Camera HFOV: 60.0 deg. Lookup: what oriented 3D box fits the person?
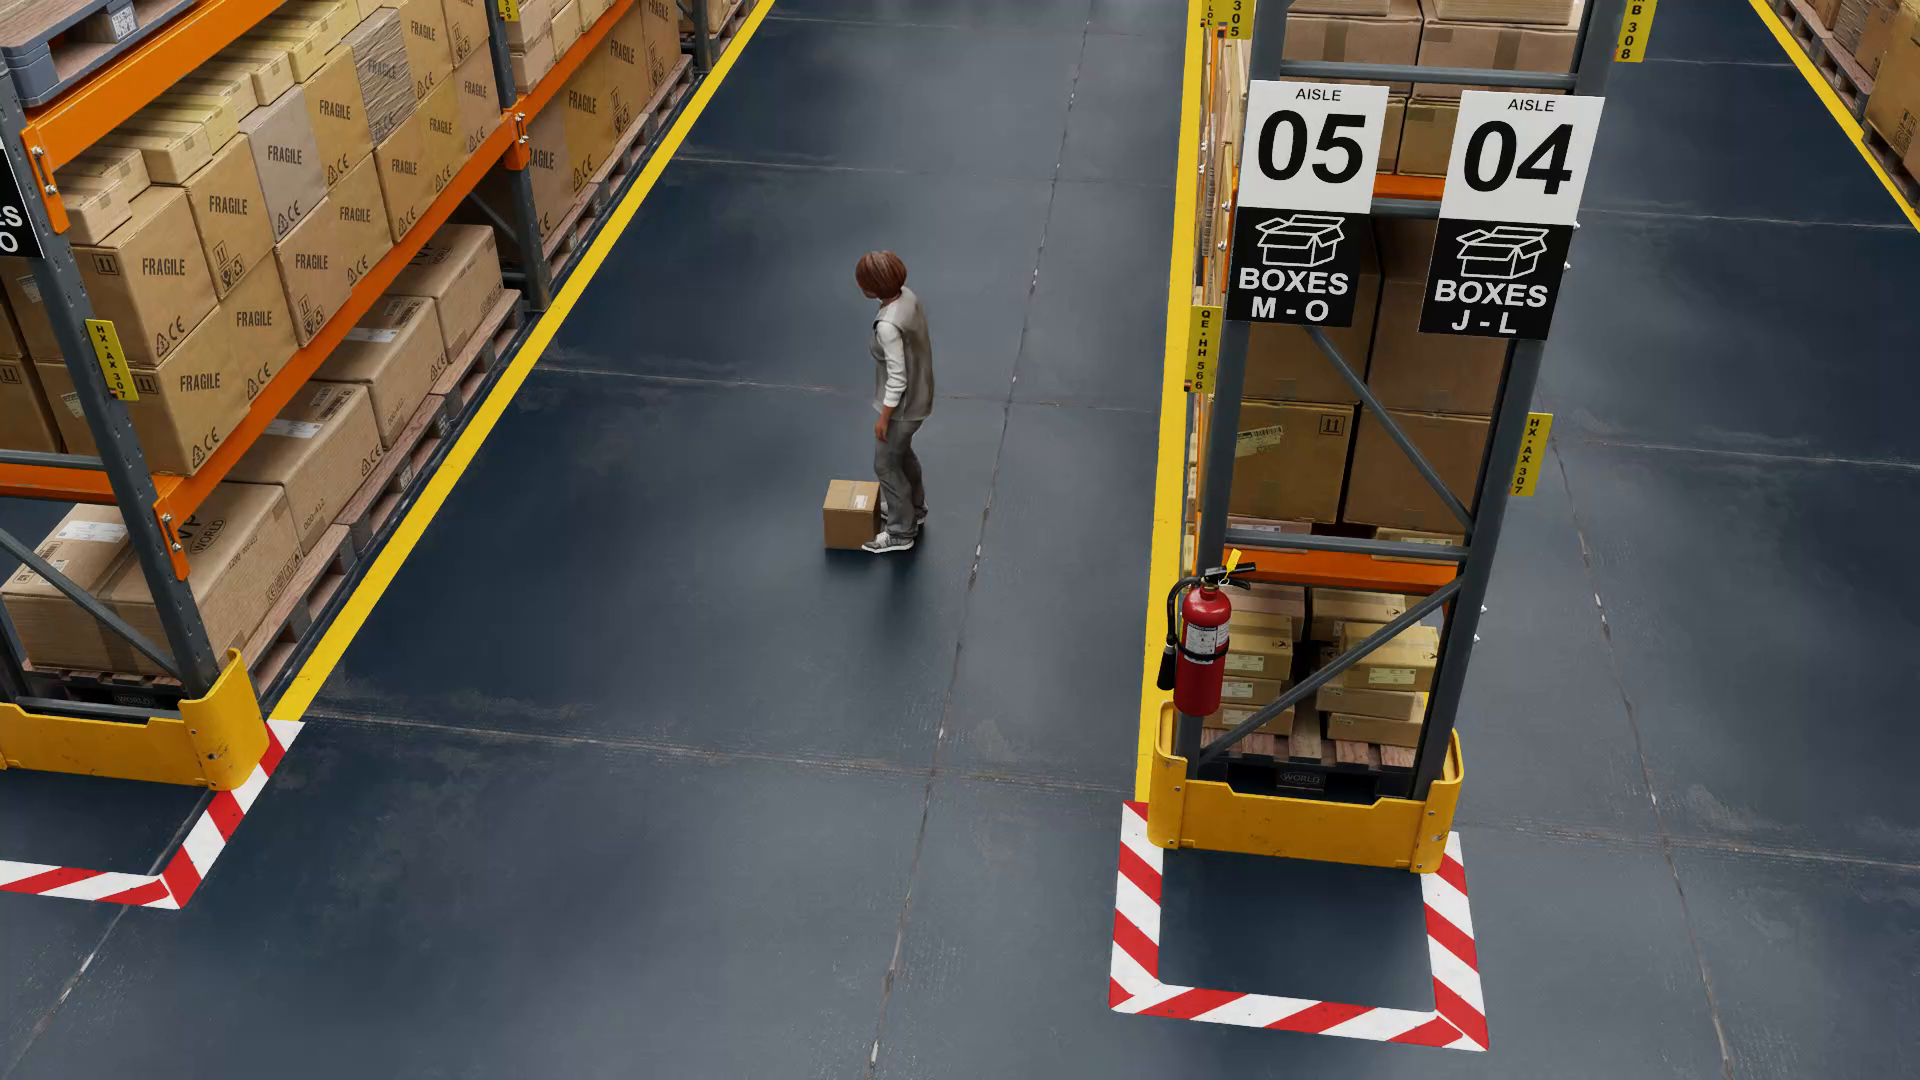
[{"bbox_3d":[-0.306,-0.652,7.923,0.365,1.593,0.461,5,37,6],"label":"person"}]
